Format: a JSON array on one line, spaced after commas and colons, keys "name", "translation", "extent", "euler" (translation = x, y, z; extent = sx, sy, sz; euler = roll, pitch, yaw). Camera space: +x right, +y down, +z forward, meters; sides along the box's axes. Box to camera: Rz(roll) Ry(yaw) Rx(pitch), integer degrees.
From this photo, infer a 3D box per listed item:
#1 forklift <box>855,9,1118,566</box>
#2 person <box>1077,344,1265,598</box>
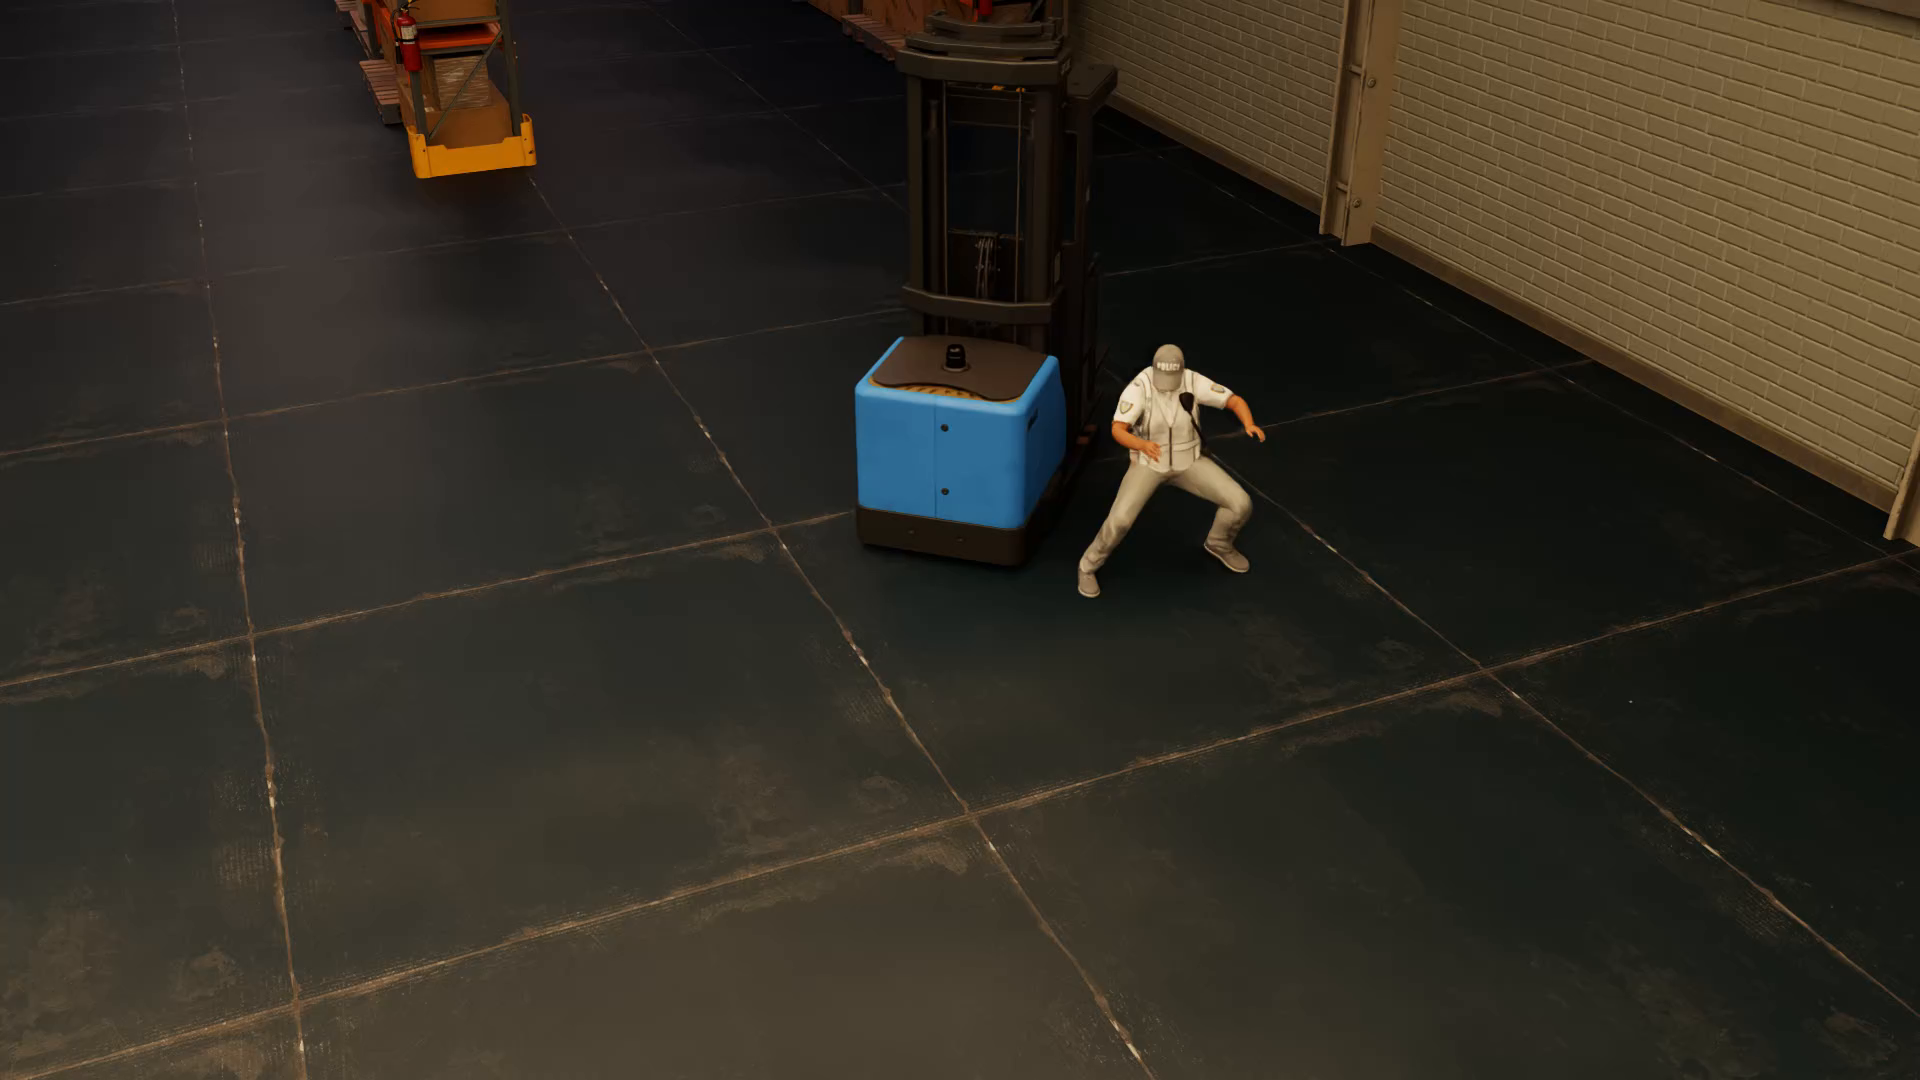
[{"name": "forklift", "translation": [0.310, -1.840, 10.338], "extent": [1.130, 2.935, 3.031], "euler": [9, 31, 15]}, {"name": "person", "translation": [1.183, -0.410, 9.352], "extent": [1.016, 1.425, 0.727], "euler": [0, 30, -1]}]
